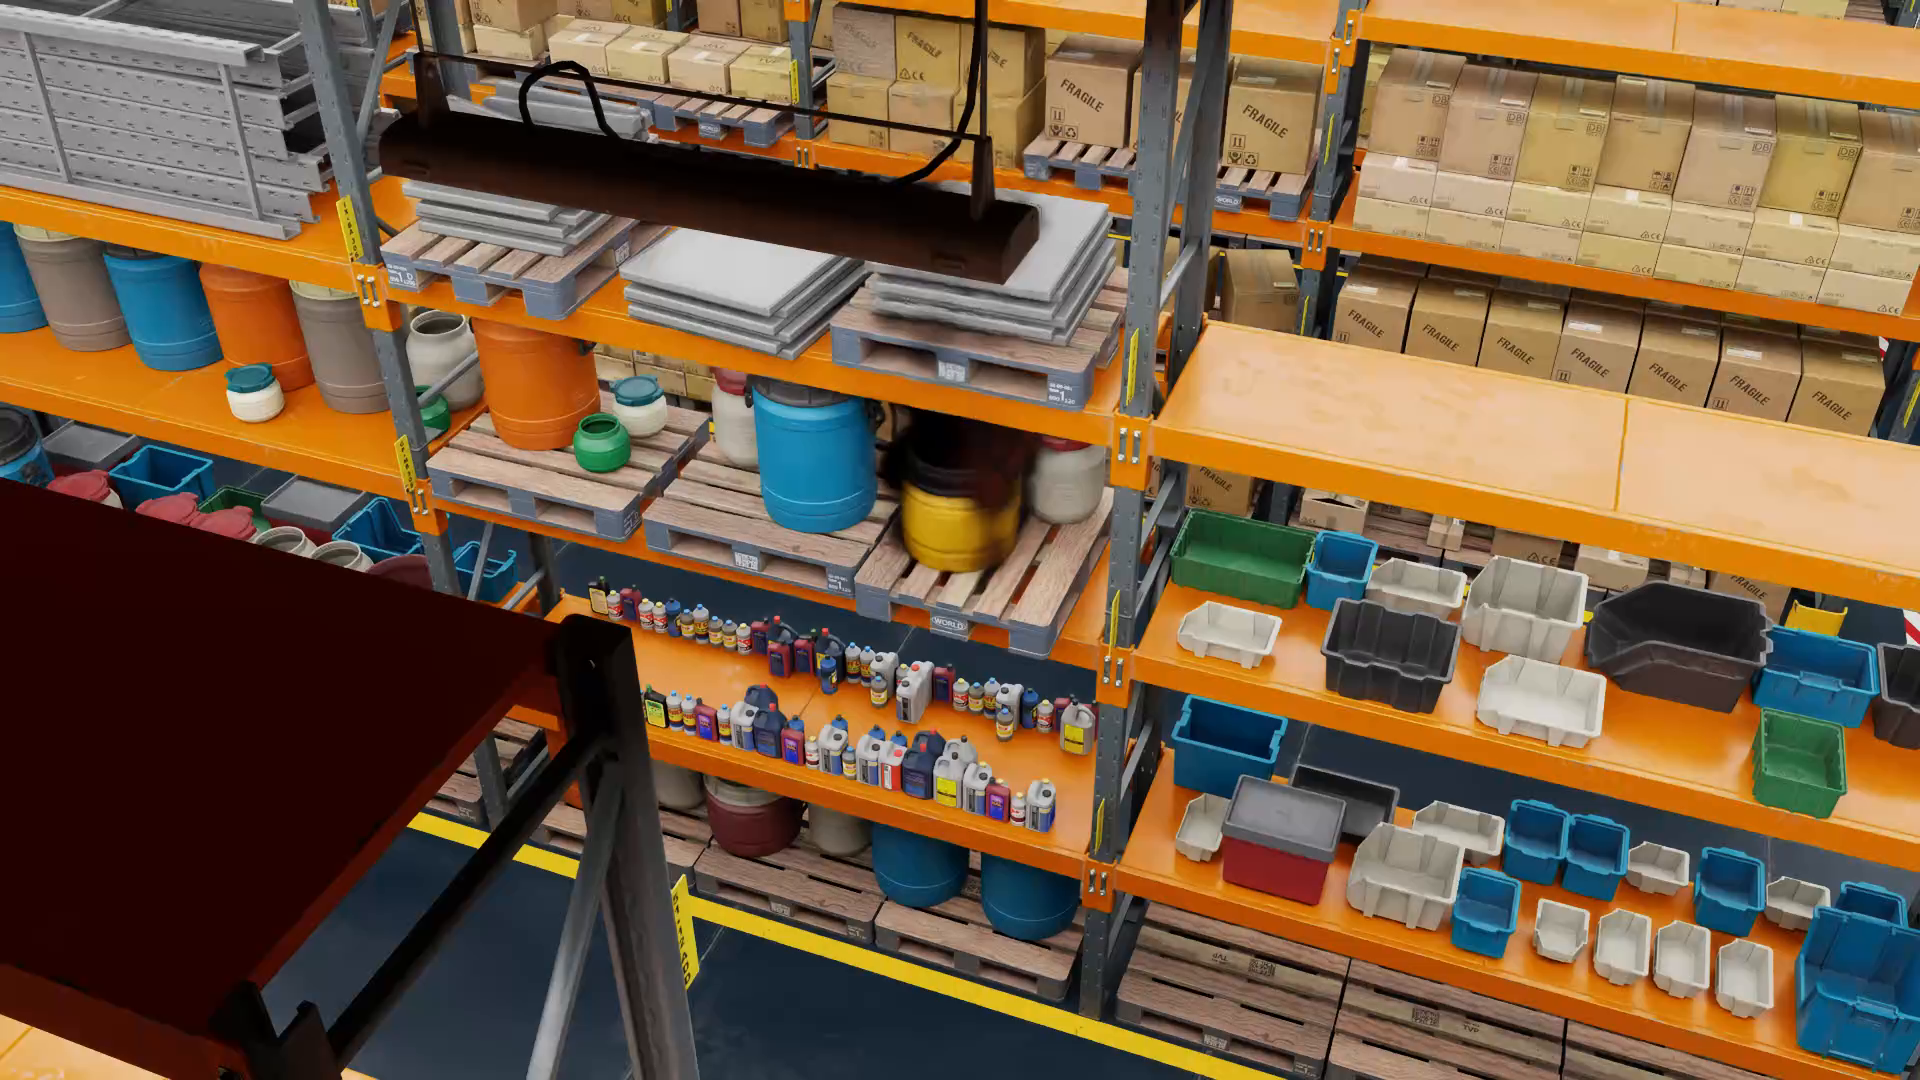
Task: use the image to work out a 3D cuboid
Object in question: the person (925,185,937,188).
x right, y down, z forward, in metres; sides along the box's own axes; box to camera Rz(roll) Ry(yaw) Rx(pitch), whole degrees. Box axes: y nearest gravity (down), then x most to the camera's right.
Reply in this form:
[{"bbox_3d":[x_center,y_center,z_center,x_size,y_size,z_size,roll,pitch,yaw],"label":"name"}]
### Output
[{"bbox_3d":[-0.133,-2.461,15.367,0.868,1.695,0.627,14,39,18],"label":"person"}]
